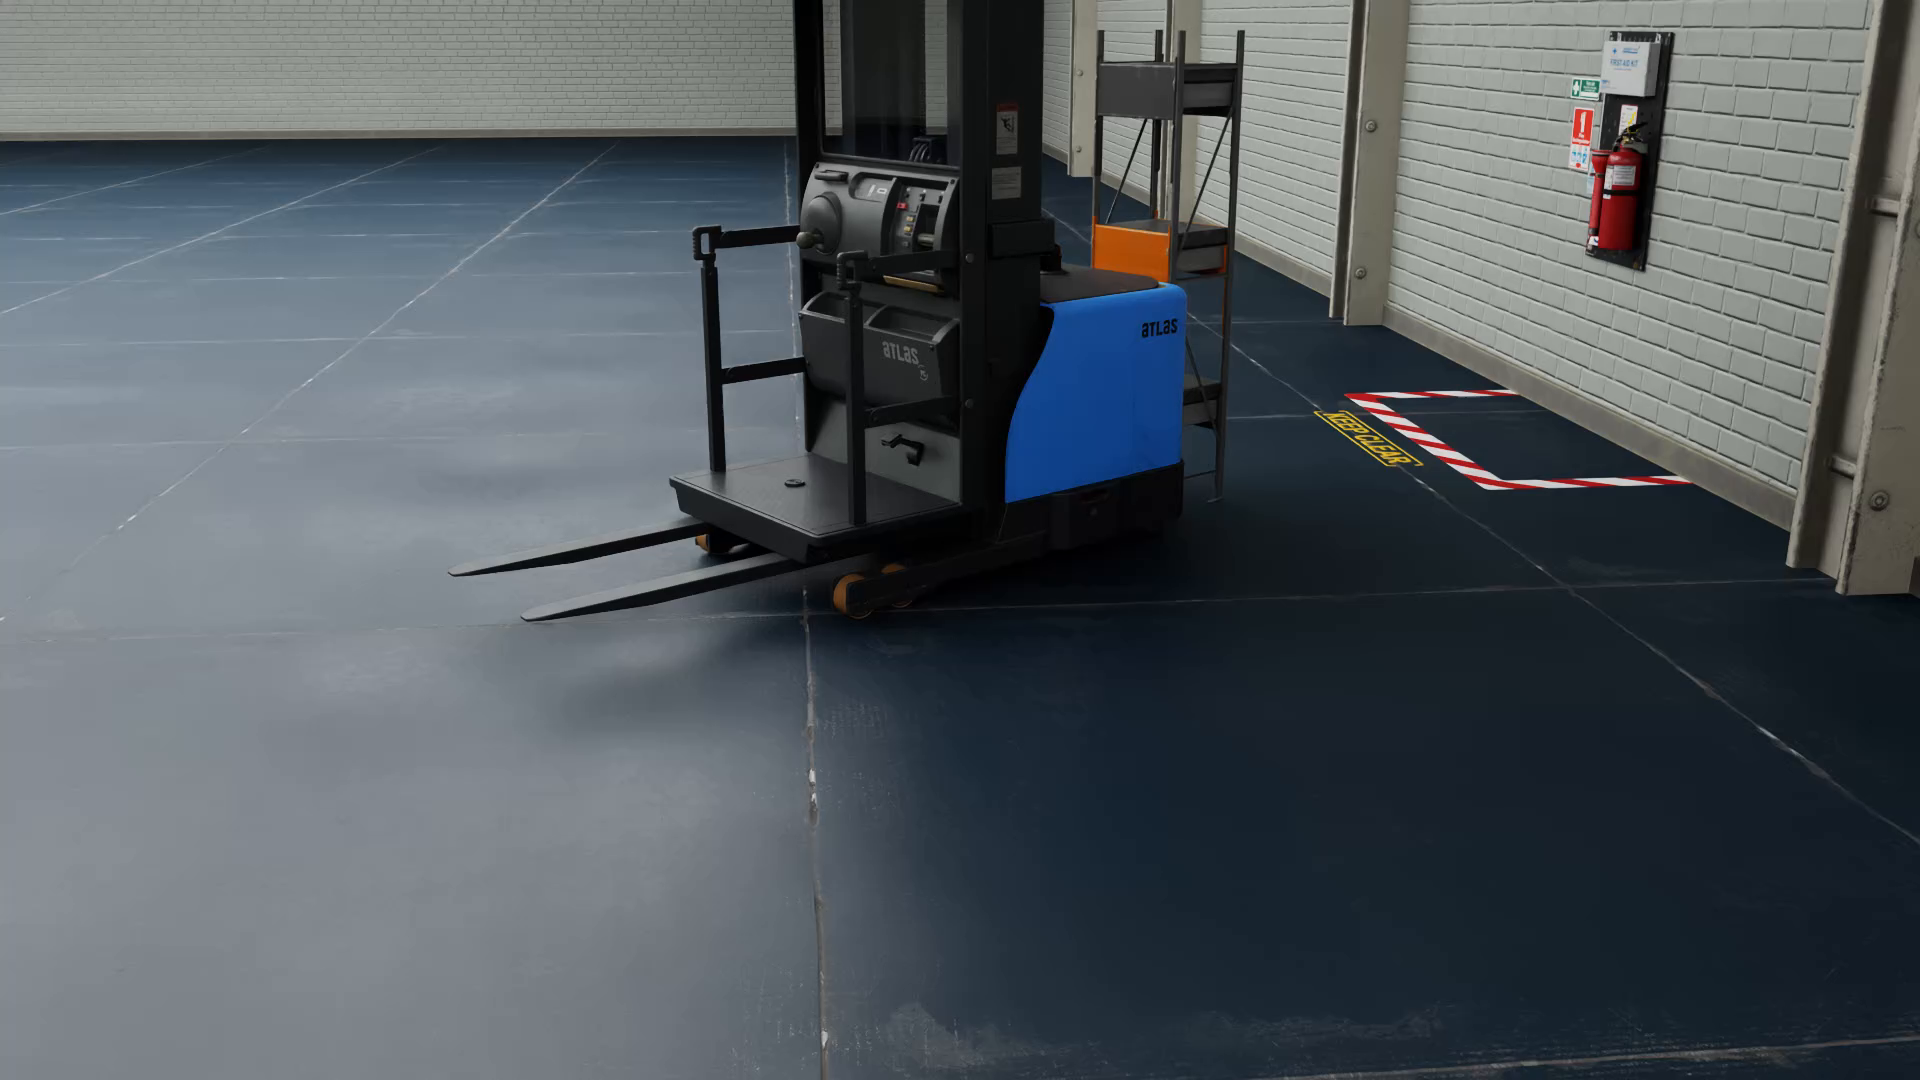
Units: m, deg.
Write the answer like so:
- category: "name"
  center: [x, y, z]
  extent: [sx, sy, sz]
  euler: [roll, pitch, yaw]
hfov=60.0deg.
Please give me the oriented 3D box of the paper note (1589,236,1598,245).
- category: "paper note"
  center: [3.413, -1.651, 8.900]
  extent: [0.016, 0.148, 0.142]
  euler: [-2, 18, -6]

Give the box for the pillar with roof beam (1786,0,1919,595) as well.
- category: "pillar with roof beam"
  center: [-0.702, -4.009, 4.922]
  extent: [9.100, 9.000, 0.400]
  euler: [-2, 18, -6]

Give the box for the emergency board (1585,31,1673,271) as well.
- category: "emergency board"
  center: [3.363, -2.017, 8.594]
  extent: [0.194, 1.169, 0.643]
  euler: [-2, 18, -6]

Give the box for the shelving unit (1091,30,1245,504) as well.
- category: "shelving unit"
  center: [0.910, -1.206, 7.514]
  extent: [0.431, 2.100, 0.503]
  euler: [-14, 22, -37]

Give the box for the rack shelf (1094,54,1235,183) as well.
- category: "rack shelf"
  center: [0.910, -1.861, 7.309]
  extent: [0.431, 0.518, 0.480]
  euler: [-14, 22, -37]

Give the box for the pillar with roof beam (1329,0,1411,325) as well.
- category: "pillar with roof beam"
  center: [-1.321, -5.796, 10.616]
  extent: [9.100, 9.000, 0.400]
  euler: [-2, 18, -6]

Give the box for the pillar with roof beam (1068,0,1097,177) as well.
- category: "pillar with roof beam"
  center: [-2.559, -9.372, 22.004]
  extent: [9.100, 9.000, 0.400]
  euler: [-2, 18, -6]

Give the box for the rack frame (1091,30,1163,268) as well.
- category: "rack frame"
  center: [0.756, -1.263, 7.695]
  extent: [0.400, 2.100, 0.015]
  euler: [-14, 22, -37]

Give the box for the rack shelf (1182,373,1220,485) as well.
- category: "rack shelf"
  center: [0.910, -0.526, 7.728]
  extent: [0.431, 0.518, 0.480]
  euler: [-14, 22, -37]

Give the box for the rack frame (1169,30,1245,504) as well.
- category: "rack frame"
  center: [1.064, -1.150, 7.334]
  extent: [0.400, 2.100, 0.015]
  euler: [-14, 22, -37]

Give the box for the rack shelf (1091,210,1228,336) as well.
- category: "rack shelf"
  center: [0.910, -1.193, 7.518]
  extent: [0.431, 0.518, 0.480]
  euler: [-14, 22, -37]

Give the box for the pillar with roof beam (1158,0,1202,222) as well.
- category: "pillar with roof beam"
  center: [-1.940, -7.584, 16.310]
  extent: [9.100, 9.000, 0.400]
  euler: [-2, 18, -6]

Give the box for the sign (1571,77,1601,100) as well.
- category: "sign"
  center: [3.400, -2.453, 9.038]
  extent: [0.001, 0.109, 0.331]
  euler: [-2, 18, -6]

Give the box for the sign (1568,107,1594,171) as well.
- category: "sign"
  center: [3.408, -2.202, 9.123]
  extent: [0.001, 0.329, 0.234]
  euler: [-2, 18, -6]

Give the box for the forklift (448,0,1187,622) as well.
- category: "forklift"
  center: [-0.487, -1.280, 6.361]
  extent: [3.031, 2.935, 1.130]
  euler: [-14, 22, -37]
